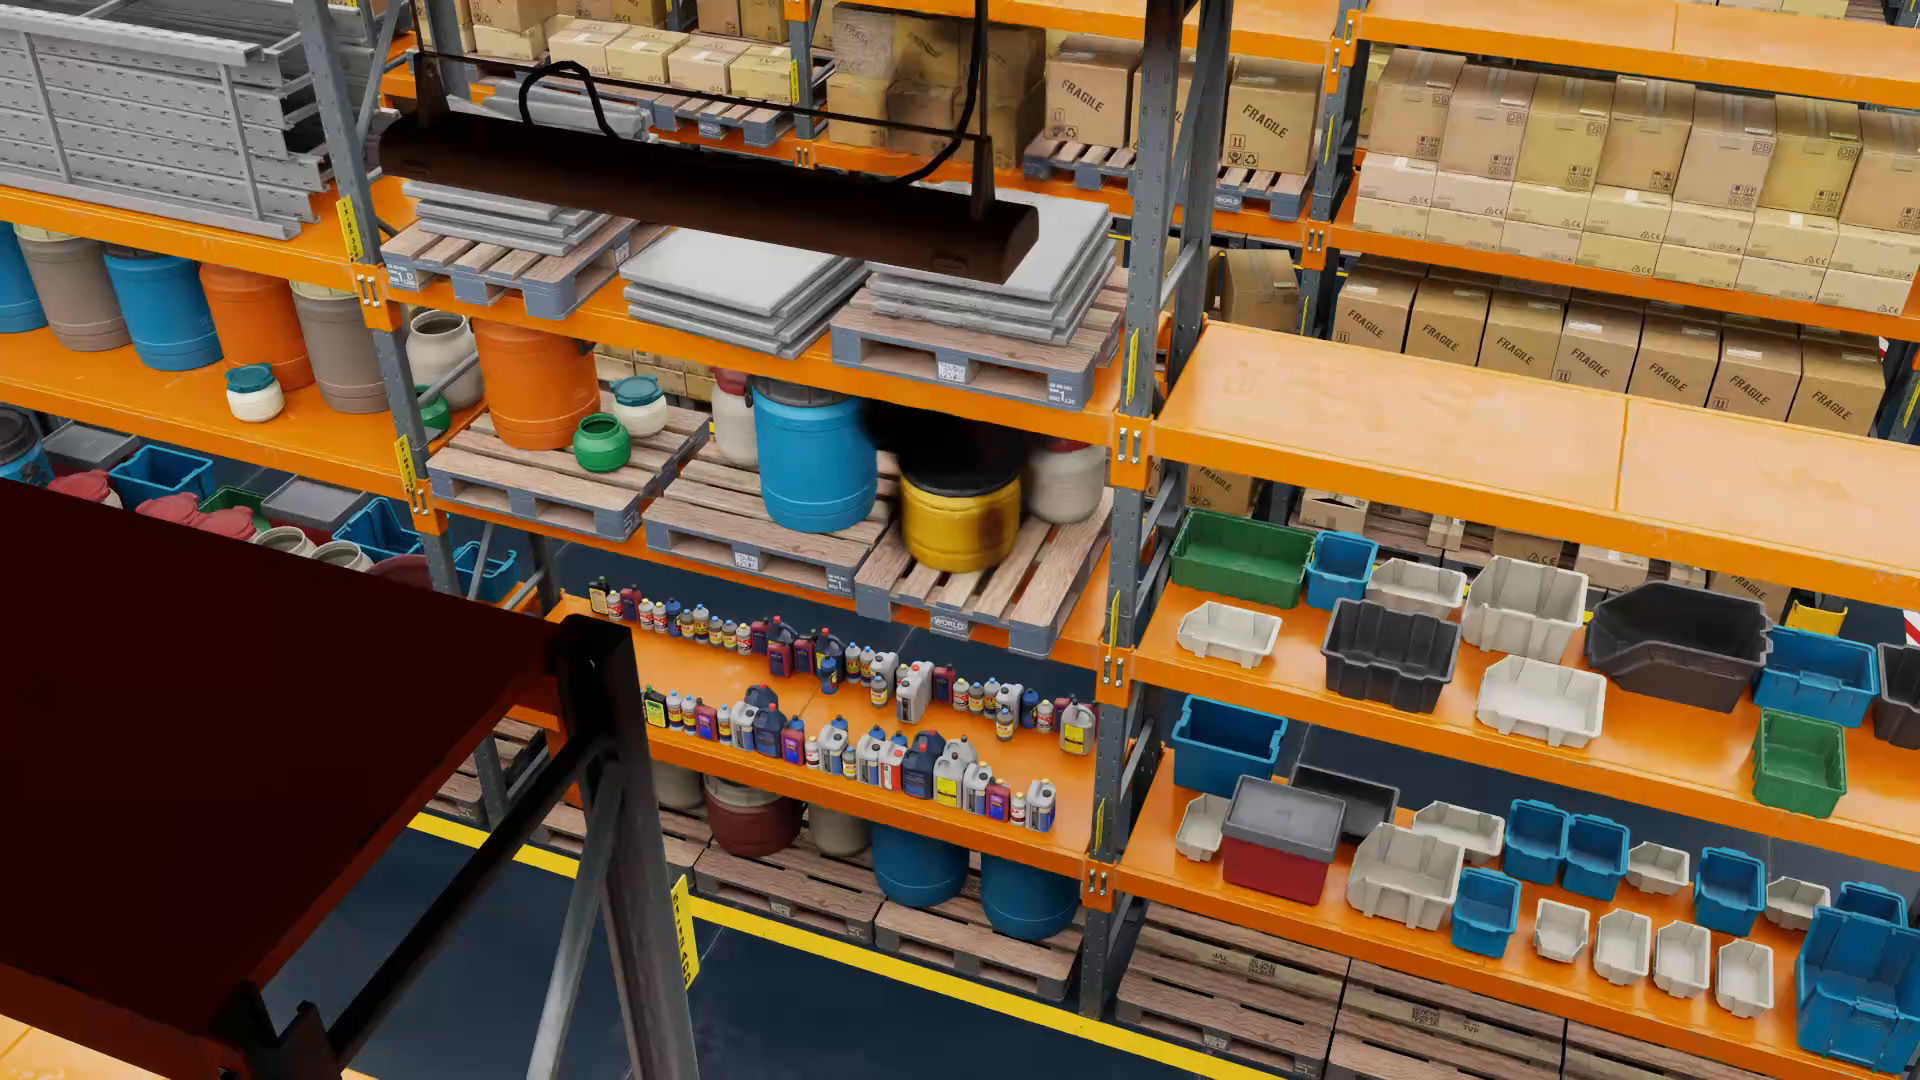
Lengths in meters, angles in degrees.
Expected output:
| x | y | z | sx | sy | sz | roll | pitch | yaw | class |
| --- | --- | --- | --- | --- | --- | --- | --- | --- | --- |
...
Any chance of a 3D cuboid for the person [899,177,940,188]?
| x | y | z | sx | sy | sz | roll | pitch | yaw | class |
| --- | --- | --- | --- | --- | --- | --- | --- | --- | --- |
| -0.354 | -3.299 | 16.603 | 0.855 | 1.492 | 0.602 | 1 | 37 | 2 | person |
